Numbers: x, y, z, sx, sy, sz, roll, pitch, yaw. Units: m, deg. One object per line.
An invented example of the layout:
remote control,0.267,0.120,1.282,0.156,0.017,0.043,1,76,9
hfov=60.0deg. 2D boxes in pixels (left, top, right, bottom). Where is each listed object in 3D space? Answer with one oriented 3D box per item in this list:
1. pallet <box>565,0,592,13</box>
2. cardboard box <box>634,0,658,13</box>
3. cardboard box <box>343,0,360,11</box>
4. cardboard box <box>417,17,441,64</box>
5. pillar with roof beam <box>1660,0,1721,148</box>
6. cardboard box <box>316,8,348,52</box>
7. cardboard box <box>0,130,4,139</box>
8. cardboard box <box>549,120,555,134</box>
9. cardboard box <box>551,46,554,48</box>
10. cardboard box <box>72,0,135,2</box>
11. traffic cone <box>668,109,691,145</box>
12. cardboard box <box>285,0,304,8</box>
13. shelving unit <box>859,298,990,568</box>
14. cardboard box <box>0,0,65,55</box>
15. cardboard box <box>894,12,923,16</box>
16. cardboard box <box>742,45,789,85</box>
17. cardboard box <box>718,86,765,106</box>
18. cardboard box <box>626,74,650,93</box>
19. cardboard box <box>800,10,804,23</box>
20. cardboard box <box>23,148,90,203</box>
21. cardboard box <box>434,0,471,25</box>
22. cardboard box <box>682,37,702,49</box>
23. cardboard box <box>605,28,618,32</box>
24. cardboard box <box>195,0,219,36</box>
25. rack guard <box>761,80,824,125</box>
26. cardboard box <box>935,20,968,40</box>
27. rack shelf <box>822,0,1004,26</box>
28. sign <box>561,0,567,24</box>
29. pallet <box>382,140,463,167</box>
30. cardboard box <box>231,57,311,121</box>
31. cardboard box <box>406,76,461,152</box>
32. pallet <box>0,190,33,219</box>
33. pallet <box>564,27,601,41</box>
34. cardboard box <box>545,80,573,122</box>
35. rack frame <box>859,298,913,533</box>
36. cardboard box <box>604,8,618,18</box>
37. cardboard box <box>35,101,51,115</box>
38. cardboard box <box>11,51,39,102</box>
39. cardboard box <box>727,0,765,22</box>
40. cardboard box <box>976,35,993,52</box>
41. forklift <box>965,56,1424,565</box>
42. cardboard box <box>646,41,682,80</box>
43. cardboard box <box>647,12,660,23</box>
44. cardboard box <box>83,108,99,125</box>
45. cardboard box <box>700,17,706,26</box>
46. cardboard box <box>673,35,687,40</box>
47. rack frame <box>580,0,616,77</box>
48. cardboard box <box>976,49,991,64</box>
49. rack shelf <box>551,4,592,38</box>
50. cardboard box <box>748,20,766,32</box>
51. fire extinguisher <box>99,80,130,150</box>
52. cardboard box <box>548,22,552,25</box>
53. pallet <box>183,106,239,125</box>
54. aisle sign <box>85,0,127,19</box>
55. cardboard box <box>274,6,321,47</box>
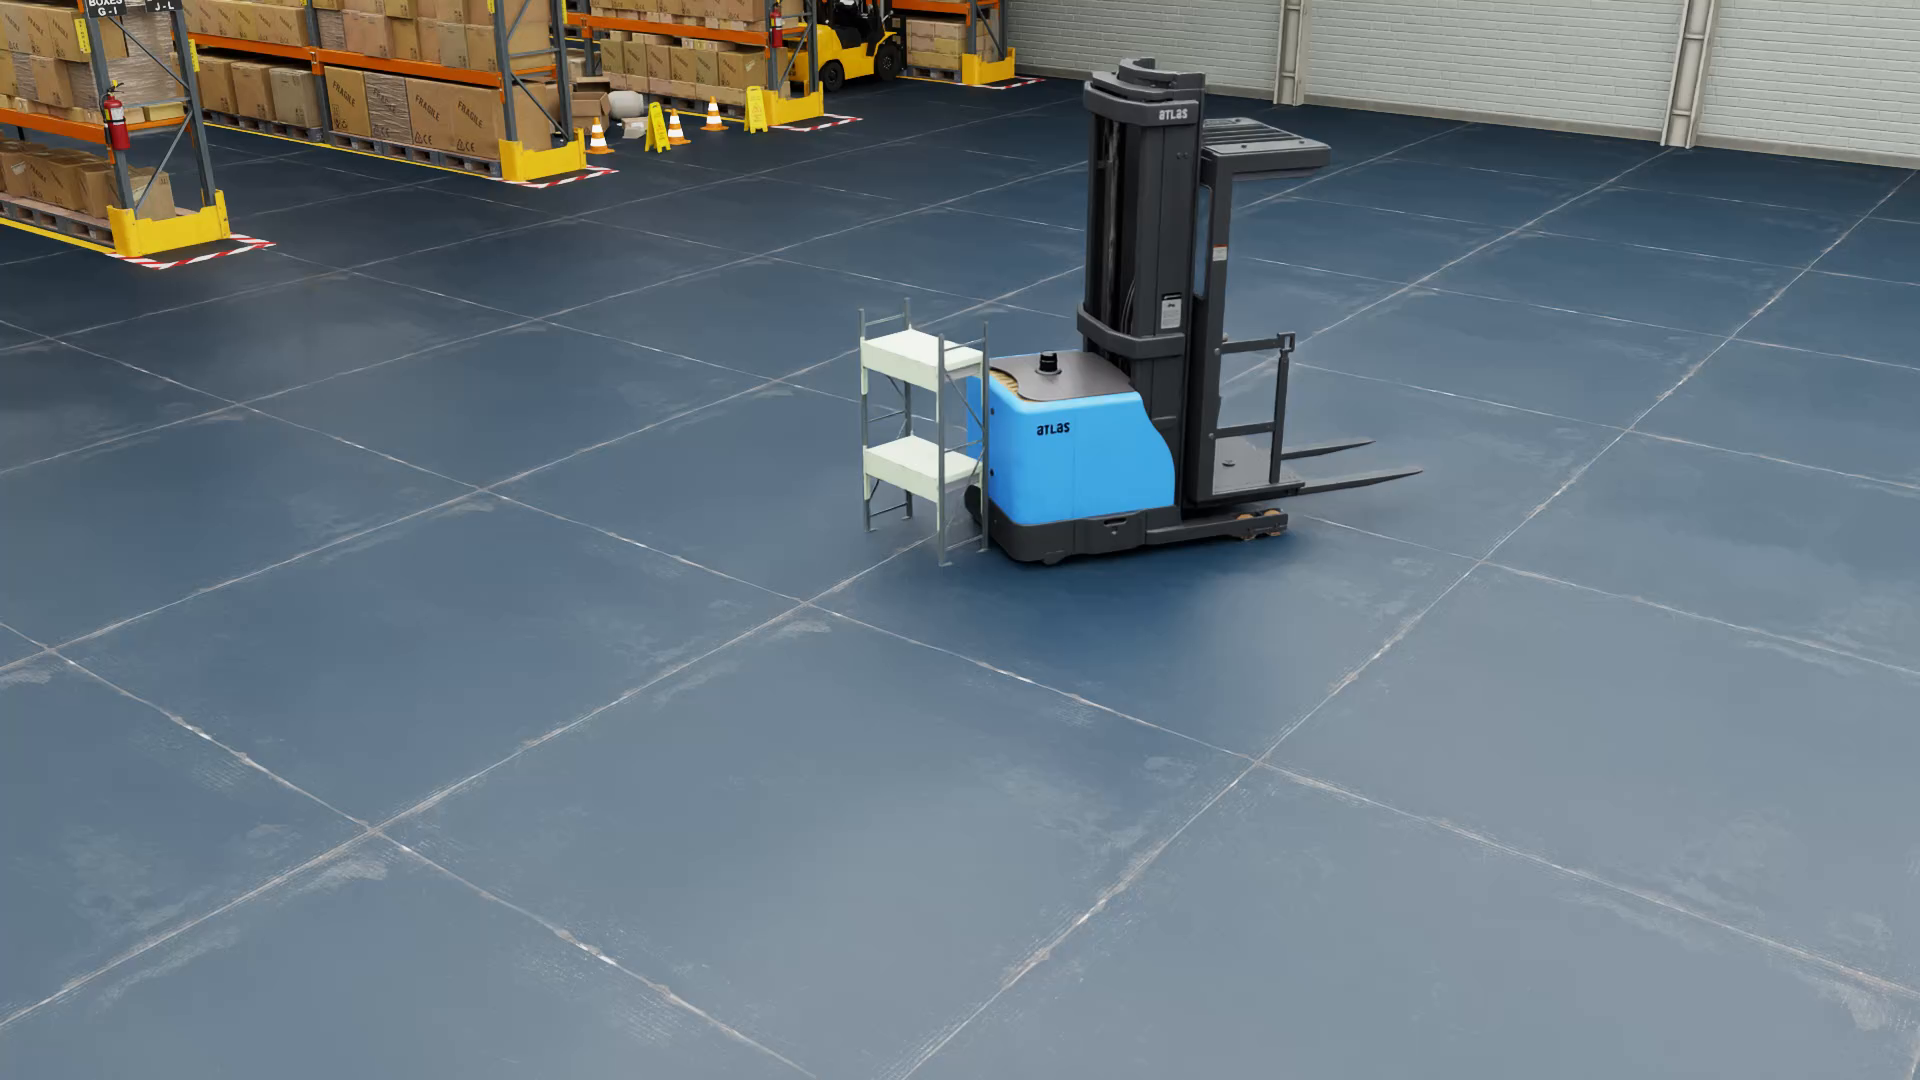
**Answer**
pallet,-6.223,-8.859,27.373,1.213,0.211,1.003,17,29,33
cardboard box,-4.704,-8.461,25.739,0.500,0.500,0.500,17,29,33
cardboard box,-7.802,-7.460,22.436,0.550,0.550,0.875,17,29,33
cardboard box,-6.536,-6.572,21.759,0.550,0.550,0.875,17,29,33
pillar with roof beam,7.480,-8.264,18.344,0.400,9.000,9.100,17,29,33
cardboard box,-8.284,-7.076,22.905,0.550,0.550,0.875,17,29,33
cardboard box,-12.121,-4.730,20.320,0.500,0.500,0.700,14,28,29
cardboard box,-6.107,-6.021,24.085,0.396,0.266,0.258,-21,31,-39
cardboard box,-7.255,-8.171,28.312,0.625,0.372,0.950,18,29,35
cardboard box,-9.114,-5.534,17.856,0.500,0.500,0.500,17,29,33
traffic cone,-4.009,-5.834,23.417,0.334,0.463,0.336,17,29,33
cardboard box,-8.987,-7.715,23.175,0.500,0.500,0.700,16,29,32
shelving unit,-0.224,-0.680,10.433,0.431,1.500,0.755,-20,31,-38
cardboard box,-9.832,-5.484,17.742,0.500,0.500,0.500,17,29,33
cardboard box,-0.997,-9.289,29.761,0.500,0.250,0.500,16,28,32
cardboard box,-2.997,-7.314,25.590,0.500,0.500,0.500,16,28,32
cardboard box,-3.325,-6.796,25.343,0.500,0.250,0.500,17,29,33
cardboard box,-4.955,-7.293,26.472,0.500,0.250,0.500,19,30,36
cardboard box,-3.149,-9.545,31.118,0.625,0.625,0.875,18,30,36
cardboard box,-10.339,-4.195,19.131,0.500,0.500,0.500,14,27,29
cardboard box,-6.155,-6.894,21.152,0.550,0.550,0.875,17,29,33
cardboard box,-4.039,-7.624,25.488,0.250,0.149,0.380,18,30,35
cardboard box,-6.787,-10.490,33.417,0.500,0.500,0.500,16,29,33
cardboard box,-10.778,-7.666,24.306,0.500,0.500,0.500,17,29,33
rack guard,-2.559,-6.622,25.159,0.348,0.500,1.175,17,29,33
cardboard box,-0.080,-8.752,28.543,0.500,0.250,0.500,18,29,35
rack shelf,-1.124,-9.504,29.493,4.000,0.370,1.077,17,29,33
sign,-5.048,-6.736,21.146,0.005,0.325,0.100,17,29,33
pallet,-7.045,-5.313,22.547,1.213,0.211,1.003,17,29,33
cardboard box,-9.907,-6.611,24.305,0.750,0.750,1.050,17,29,33
cardboard box,-6.674,-5.701,22.082,0.875,0.875,0.875,16,29,32
pallet,-11.084,-4.090,19.772,1.213,0.211,1.003,17,29,33
pallet,-7.472,-10.496,34.311,1.213,0.211,1.003,17,29,33
cardboard box,-6.175,-6.499,24.707,0.503,0.637,0.797,17,29,33
rack frame,-0.471,-0.788,10.679,0.400,1.500,0.023,-20,31,-38
cardboard box,-5.406,-8.376,26.351,0.250,0.149,0.380,18,29,35
cardboard box,-9.803,-4.734,18.087,0.250,0.149,0.380,17,29,33
cardboard box,-9.711,-5.091,18.091,0.500,0.500,0.875,17,29,33
cardboard box,-3.098,-7.972,24.629,0.500,0.500,0.500,16,29,32
cardboard box,0.224,-8.693,29.029,0.500,0.250,0.500,17,29,34
forklift,1.605,-1.532,10.593,3.031,2.935,1.130,-8,25,-18
cardboard box,-4.539,-7.510,26.035,0.500,0.500,0.500,19,30,36
cardboard box,-4.621,-8.108,25.743,0.250,0.149,0.380,17,29,34
cardboard box,-8.993,-4.498,17.550,0.250,0.149,0.380,17,29,33
cardboard box,-3.732,-7.908,25.290,0.250,0.149,0.380,17,29,34
cardboard box,-4.656,-7.813,26.721,0.500,0.500,0.500,17,29,34
rack frame,-5.699,-8.715,26.809,0.127,3.000,1.000,17,29,33
cardboard box,0.200,-8.466,29.133,0.500,0.250,0.500,17,29,34
rack shelf,-7.299,-8.869,28.051,4.000,0.370,1.077,17,29,33
cardboard box,-2.926,-7.654,24.713,0.250,0.149,0.380,18,29,35
fire extinguisher,-8.626,-4.338,16.972,0.183,0.674,0.296,17,29,33
cardboard box,-8.442,-10.985,34.540,0.500,0.500,0.500,16,29,33
pallet,-11.202,-6.569,25.398,1.213,0.211,1.003,17,29,33
aisle sign,-8.572,-5.628,16.579,0.004,0.787,0.394,17,29,33
cardboard box,-9.165,-7.179,23.199,0.500,0.500,0.500,17,29,33
